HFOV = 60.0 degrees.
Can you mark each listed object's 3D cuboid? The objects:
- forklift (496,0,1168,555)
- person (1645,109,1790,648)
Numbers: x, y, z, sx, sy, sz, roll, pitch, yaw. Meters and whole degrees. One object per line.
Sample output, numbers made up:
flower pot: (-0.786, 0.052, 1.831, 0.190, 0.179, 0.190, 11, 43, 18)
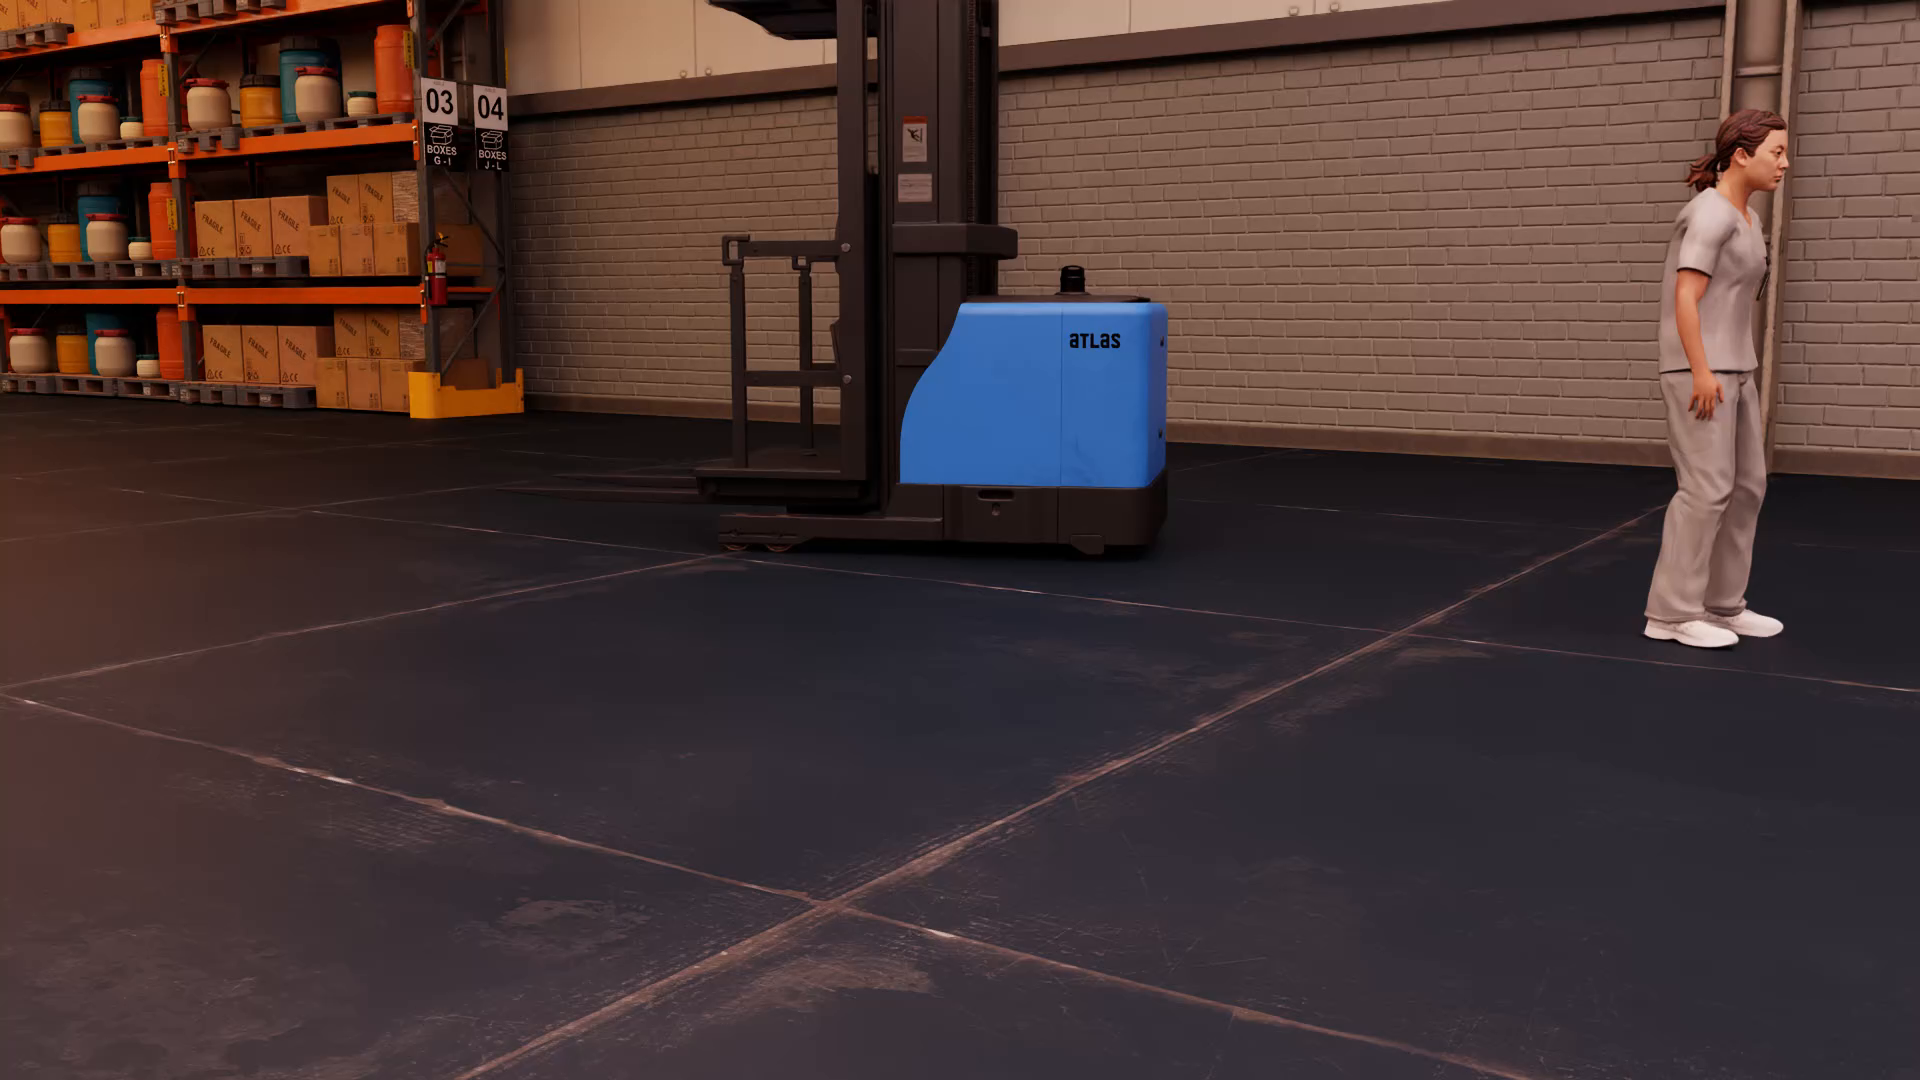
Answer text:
forklift: (-0.596, -1.469, 7.520, 3.031, 2.935, 1.130, 2, 8, 12)
person: (2.423, -0.511, 5.287, 0.372, 1.671, 0.489, 7, 11, 42)
